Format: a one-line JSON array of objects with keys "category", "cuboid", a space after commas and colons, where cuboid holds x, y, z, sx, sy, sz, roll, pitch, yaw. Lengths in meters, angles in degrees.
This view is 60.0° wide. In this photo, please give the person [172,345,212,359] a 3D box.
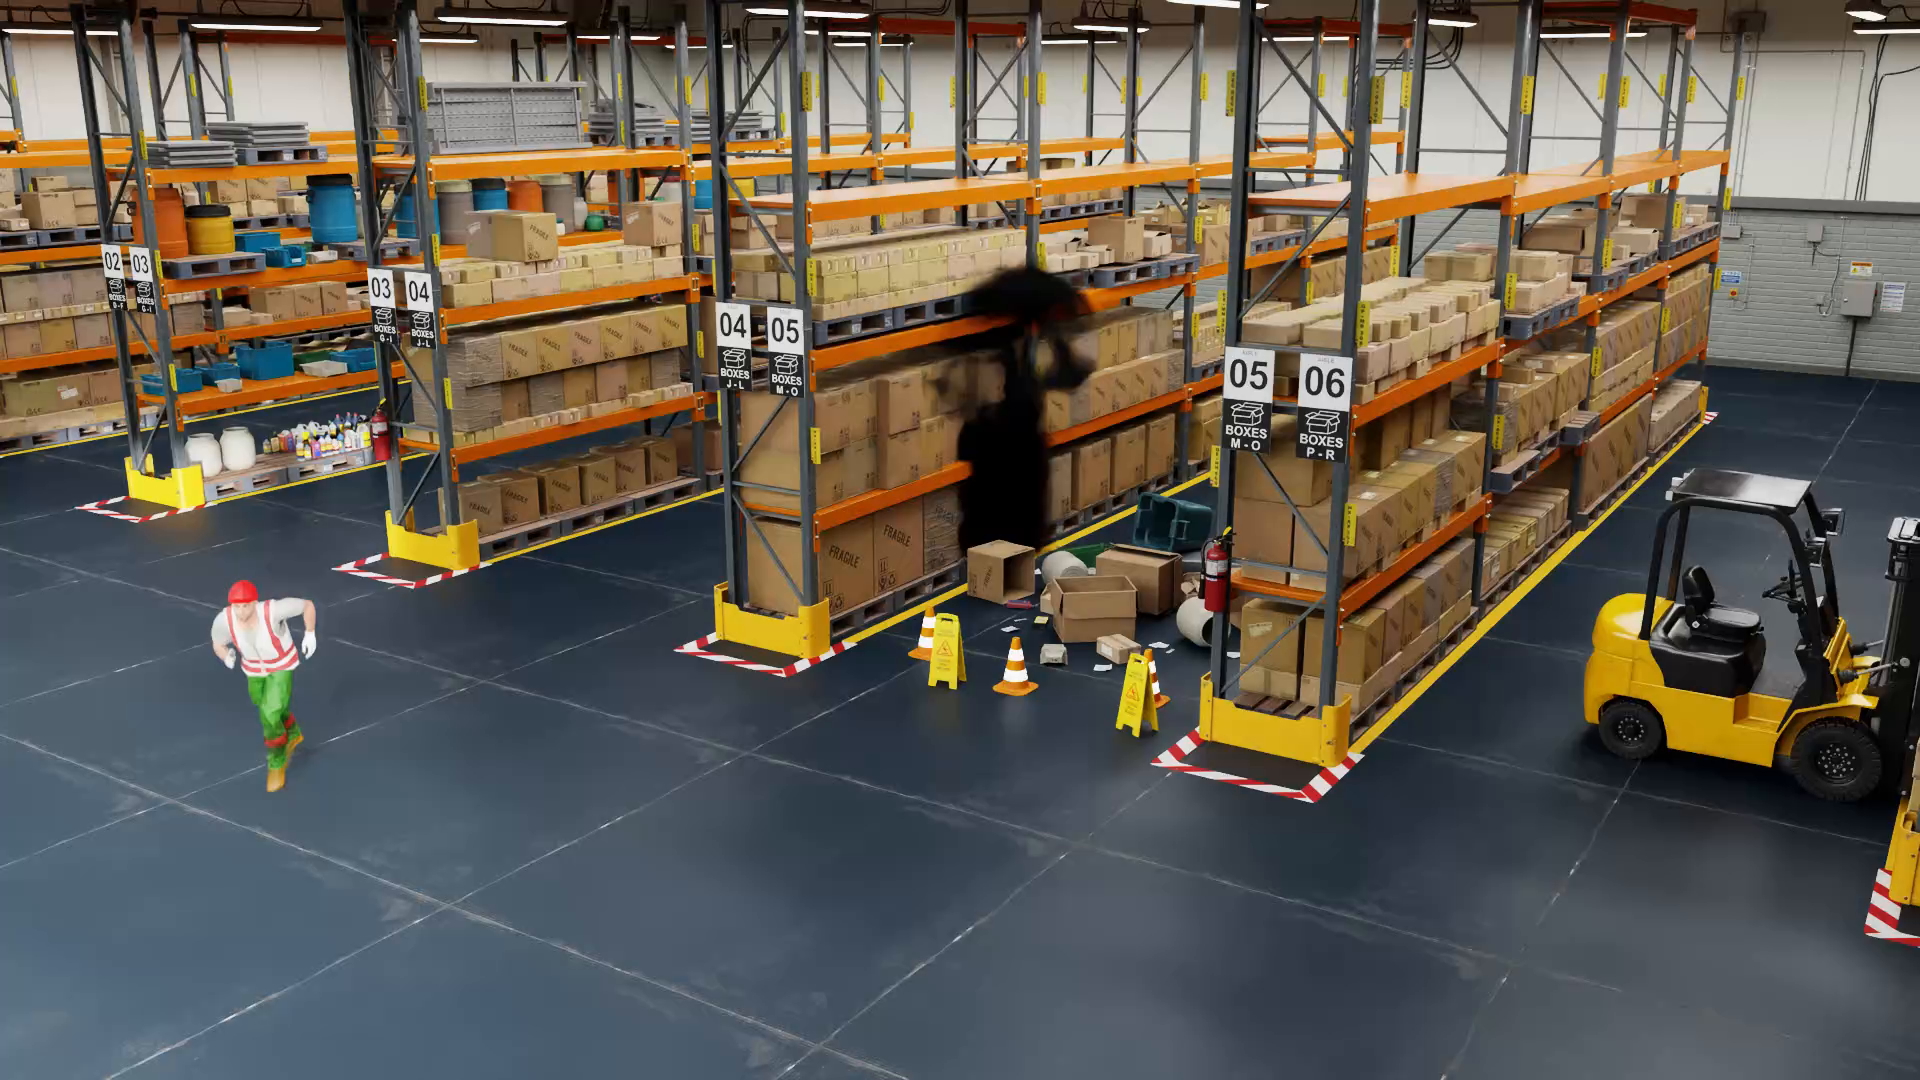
[{"category": "person", "cuboid": [-13.373, -3.550, 28.932, 0.753, 1.744, 1.055, 7, 17, 23]}]

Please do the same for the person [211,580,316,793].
[{"category": "person", "cuboid": [-5.169, 1.027, 12.513, 0.706, 1.710, 1.010, -1, 16, -4]}]
